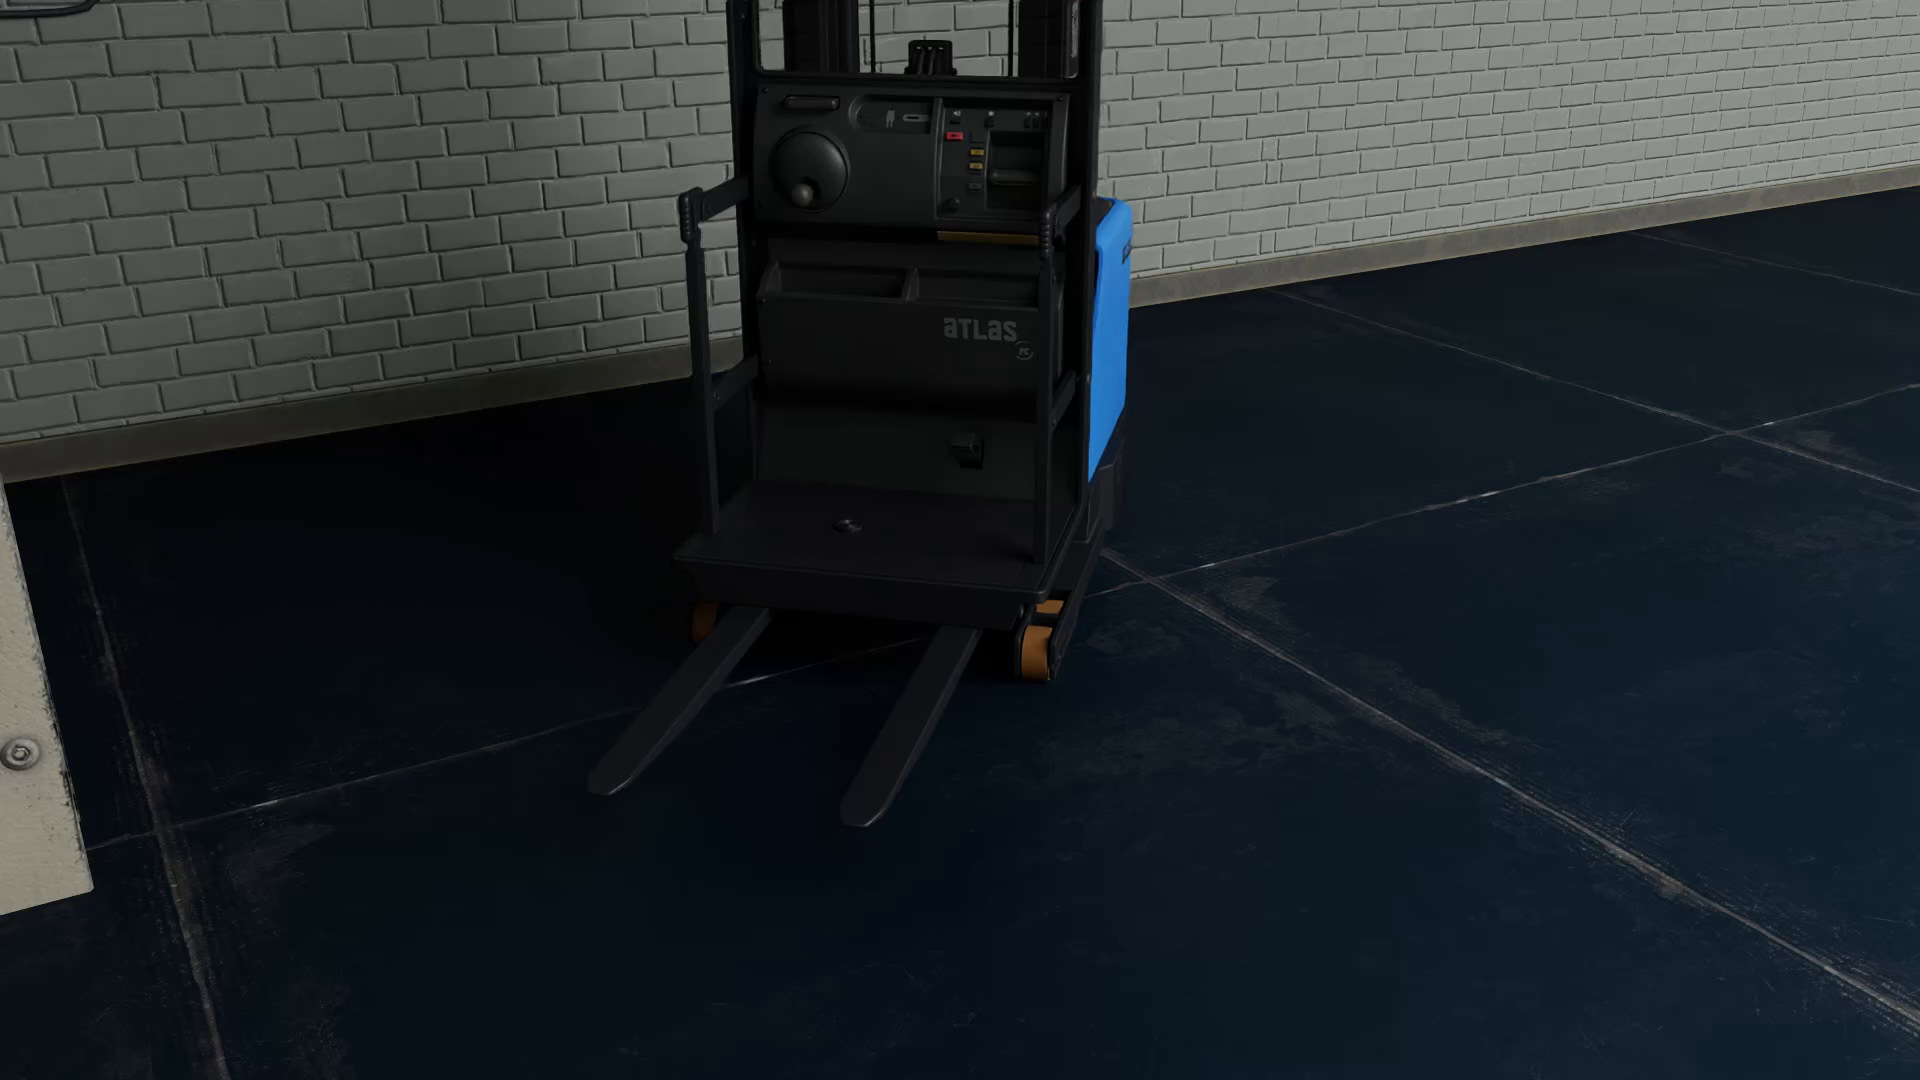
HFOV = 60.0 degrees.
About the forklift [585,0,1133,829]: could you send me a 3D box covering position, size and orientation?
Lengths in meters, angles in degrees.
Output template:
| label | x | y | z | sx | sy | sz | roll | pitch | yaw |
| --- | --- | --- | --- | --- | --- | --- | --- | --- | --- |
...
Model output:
| label | x | y | z | sx | sy | sz | roll | pitch | yaw |
| --- | --- | --- | --- | --- | --- | --- | --- | --- | --- |
| forklift | -0.194 | -1.103 | 4.632 | 1.130 | 2.935 | 3.031 | 5 | 23 | 12 |
